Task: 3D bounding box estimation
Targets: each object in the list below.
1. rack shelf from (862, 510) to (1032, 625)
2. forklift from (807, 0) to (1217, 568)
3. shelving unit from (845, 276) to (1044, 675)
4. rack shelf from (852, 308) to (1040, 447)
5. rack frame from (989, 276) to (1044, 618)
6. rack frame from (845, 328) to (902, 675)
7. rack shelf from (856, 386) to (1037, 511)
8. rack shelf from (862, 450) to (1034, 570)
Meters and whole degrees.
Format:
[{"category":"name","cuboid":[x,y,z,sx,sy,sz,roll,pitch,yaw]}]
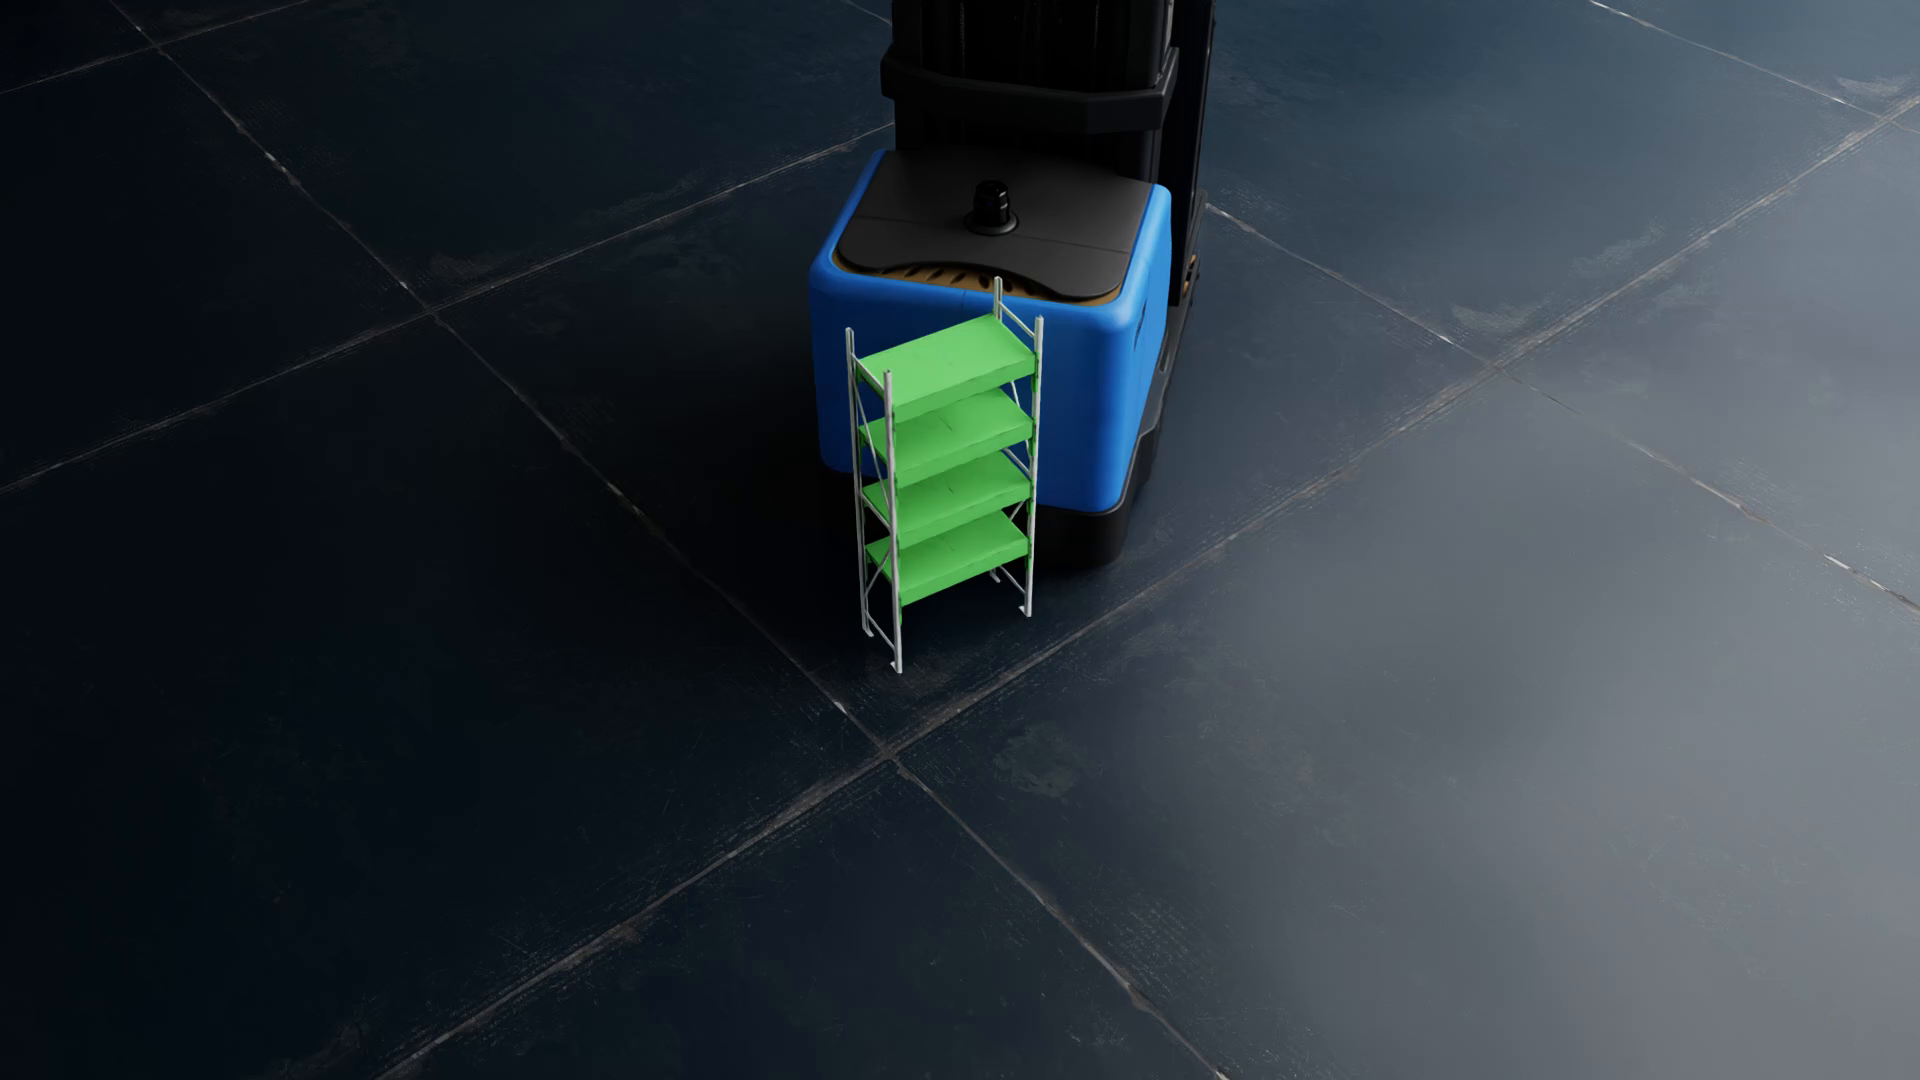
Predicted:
[{"category":"rack shelf","cuboid":[-0.043,0.054,5.260,0.480,0.148,0.258,-22,48,-22]},{"category":"forklift","cuboid":[0.365,-1.998,5.736,1.130,2.935,3.031,10,44,10]},{"category":"shelving unit","cuboid":[-0.043,-0.167,5.051,0.503,1.200,0.258,-22,48,-22]},{"category":"rack shelf","cuboid":[-0.043,-0.470,4.767,0.480,0.148,0.258,-22,48,-22]},{"category":"rack frame","cuboid":[0.167,-0.253,5.143,0.015,1.200,0.240,-22,48,-22]},{"category":"rack frame","cuboid":[-0.252,-0.081,4.960,0.015,1.200,0.240,-22,48,-22]},{"category":"rack shelf","cuboid":[-0.043,-0.295,4.931,0.480,0.148,0.258,-22,48,-22]},{"category":"rack shelf","cuboid":[-0.043,-0.121,5.095,0.480,0.148,0.258,-22,48,-22]}]
